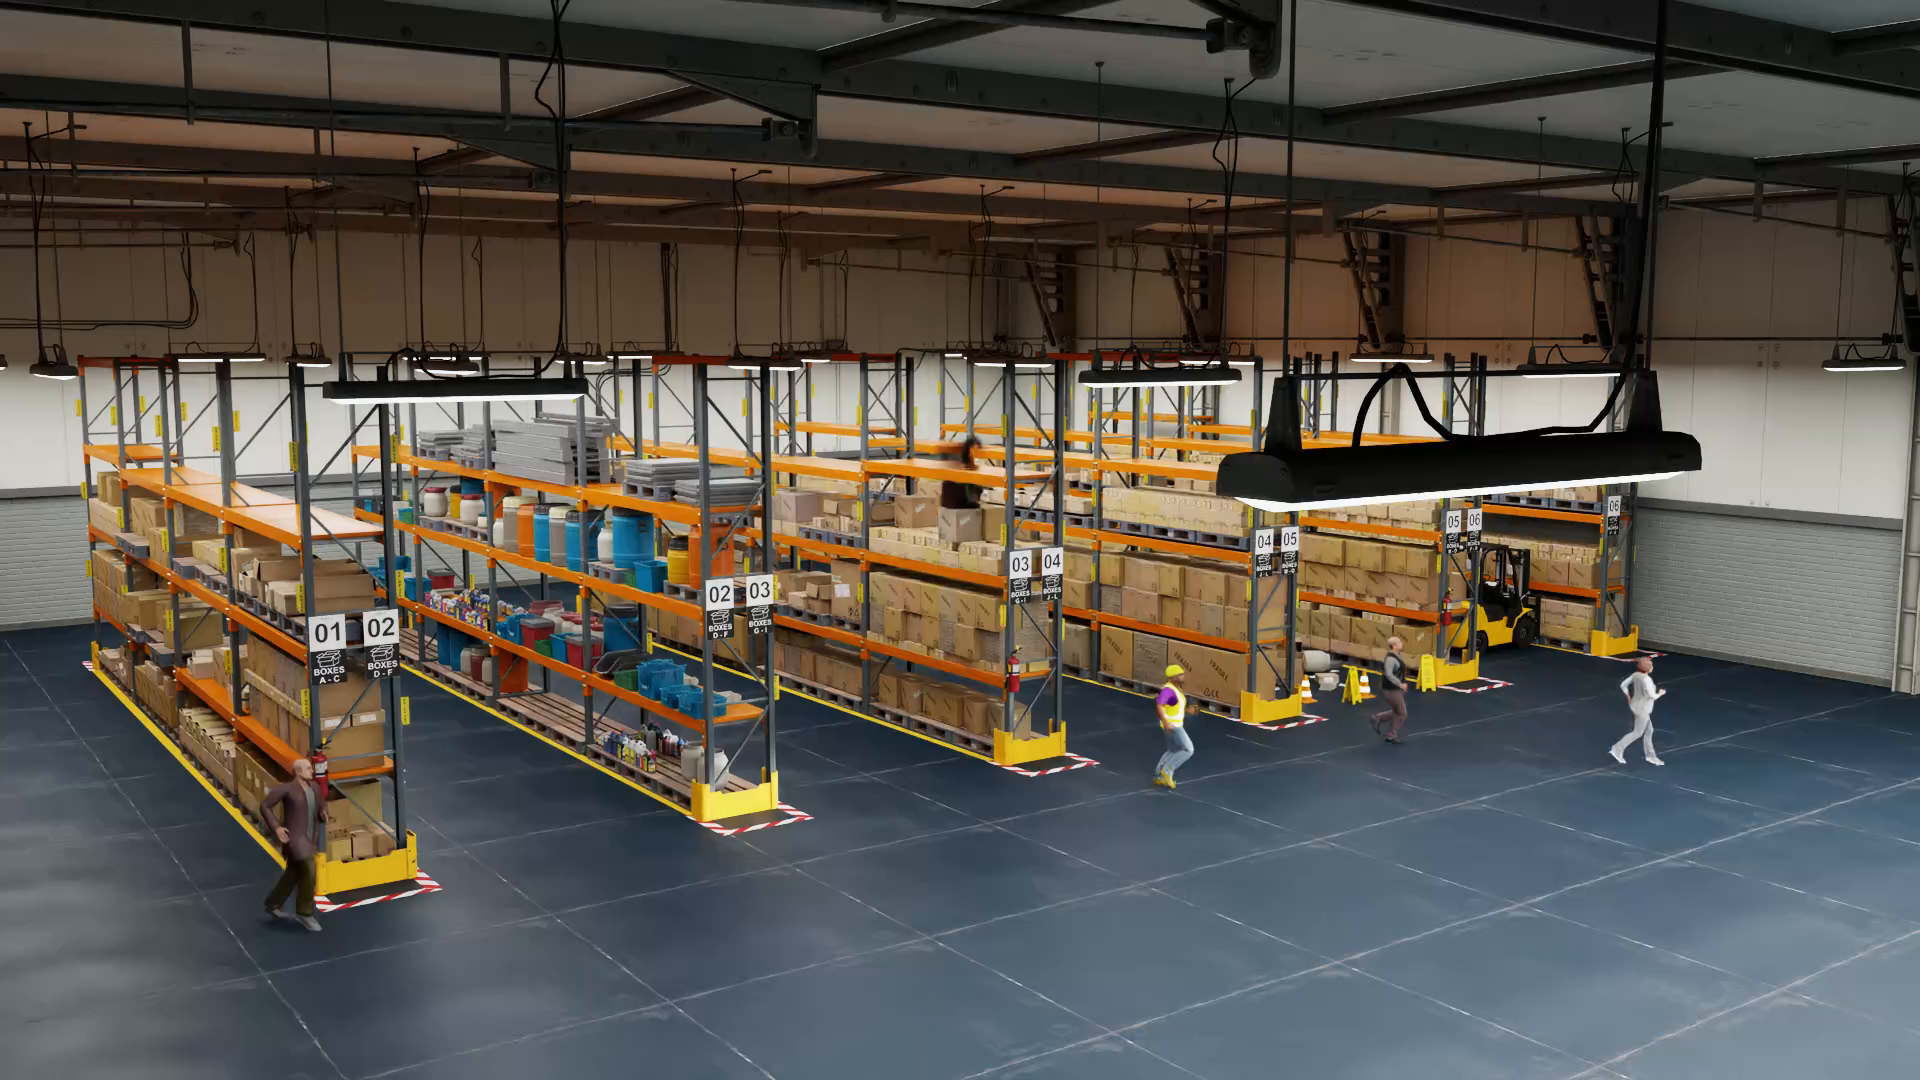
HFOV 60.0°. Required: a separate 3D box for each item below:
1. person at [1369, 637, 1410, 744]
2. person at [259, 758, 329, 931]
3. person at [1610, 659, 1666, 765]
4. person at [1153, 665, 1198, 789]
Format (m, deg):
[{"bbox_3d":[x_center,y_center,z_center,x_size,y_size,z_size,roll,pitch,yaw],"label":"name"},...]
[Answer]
[{"bbox_3d":[6.764,2.345,26.085,0.564,1.678,0.691,2,7,16],"label":"person"},{"bbox_3d":[-7.184,3.284,18.101,0.756,1.822,0.672,1,7,11],"label":"person"},{"bbox_3d":[10.034,2.544,24.559,0.837,1.610,0.558,0,7,0],"label":"person"},{"bbox_3d":[3.052,2.622,23.487,0.640,1.742,0.699,1,7,5],"label":"person"}]
